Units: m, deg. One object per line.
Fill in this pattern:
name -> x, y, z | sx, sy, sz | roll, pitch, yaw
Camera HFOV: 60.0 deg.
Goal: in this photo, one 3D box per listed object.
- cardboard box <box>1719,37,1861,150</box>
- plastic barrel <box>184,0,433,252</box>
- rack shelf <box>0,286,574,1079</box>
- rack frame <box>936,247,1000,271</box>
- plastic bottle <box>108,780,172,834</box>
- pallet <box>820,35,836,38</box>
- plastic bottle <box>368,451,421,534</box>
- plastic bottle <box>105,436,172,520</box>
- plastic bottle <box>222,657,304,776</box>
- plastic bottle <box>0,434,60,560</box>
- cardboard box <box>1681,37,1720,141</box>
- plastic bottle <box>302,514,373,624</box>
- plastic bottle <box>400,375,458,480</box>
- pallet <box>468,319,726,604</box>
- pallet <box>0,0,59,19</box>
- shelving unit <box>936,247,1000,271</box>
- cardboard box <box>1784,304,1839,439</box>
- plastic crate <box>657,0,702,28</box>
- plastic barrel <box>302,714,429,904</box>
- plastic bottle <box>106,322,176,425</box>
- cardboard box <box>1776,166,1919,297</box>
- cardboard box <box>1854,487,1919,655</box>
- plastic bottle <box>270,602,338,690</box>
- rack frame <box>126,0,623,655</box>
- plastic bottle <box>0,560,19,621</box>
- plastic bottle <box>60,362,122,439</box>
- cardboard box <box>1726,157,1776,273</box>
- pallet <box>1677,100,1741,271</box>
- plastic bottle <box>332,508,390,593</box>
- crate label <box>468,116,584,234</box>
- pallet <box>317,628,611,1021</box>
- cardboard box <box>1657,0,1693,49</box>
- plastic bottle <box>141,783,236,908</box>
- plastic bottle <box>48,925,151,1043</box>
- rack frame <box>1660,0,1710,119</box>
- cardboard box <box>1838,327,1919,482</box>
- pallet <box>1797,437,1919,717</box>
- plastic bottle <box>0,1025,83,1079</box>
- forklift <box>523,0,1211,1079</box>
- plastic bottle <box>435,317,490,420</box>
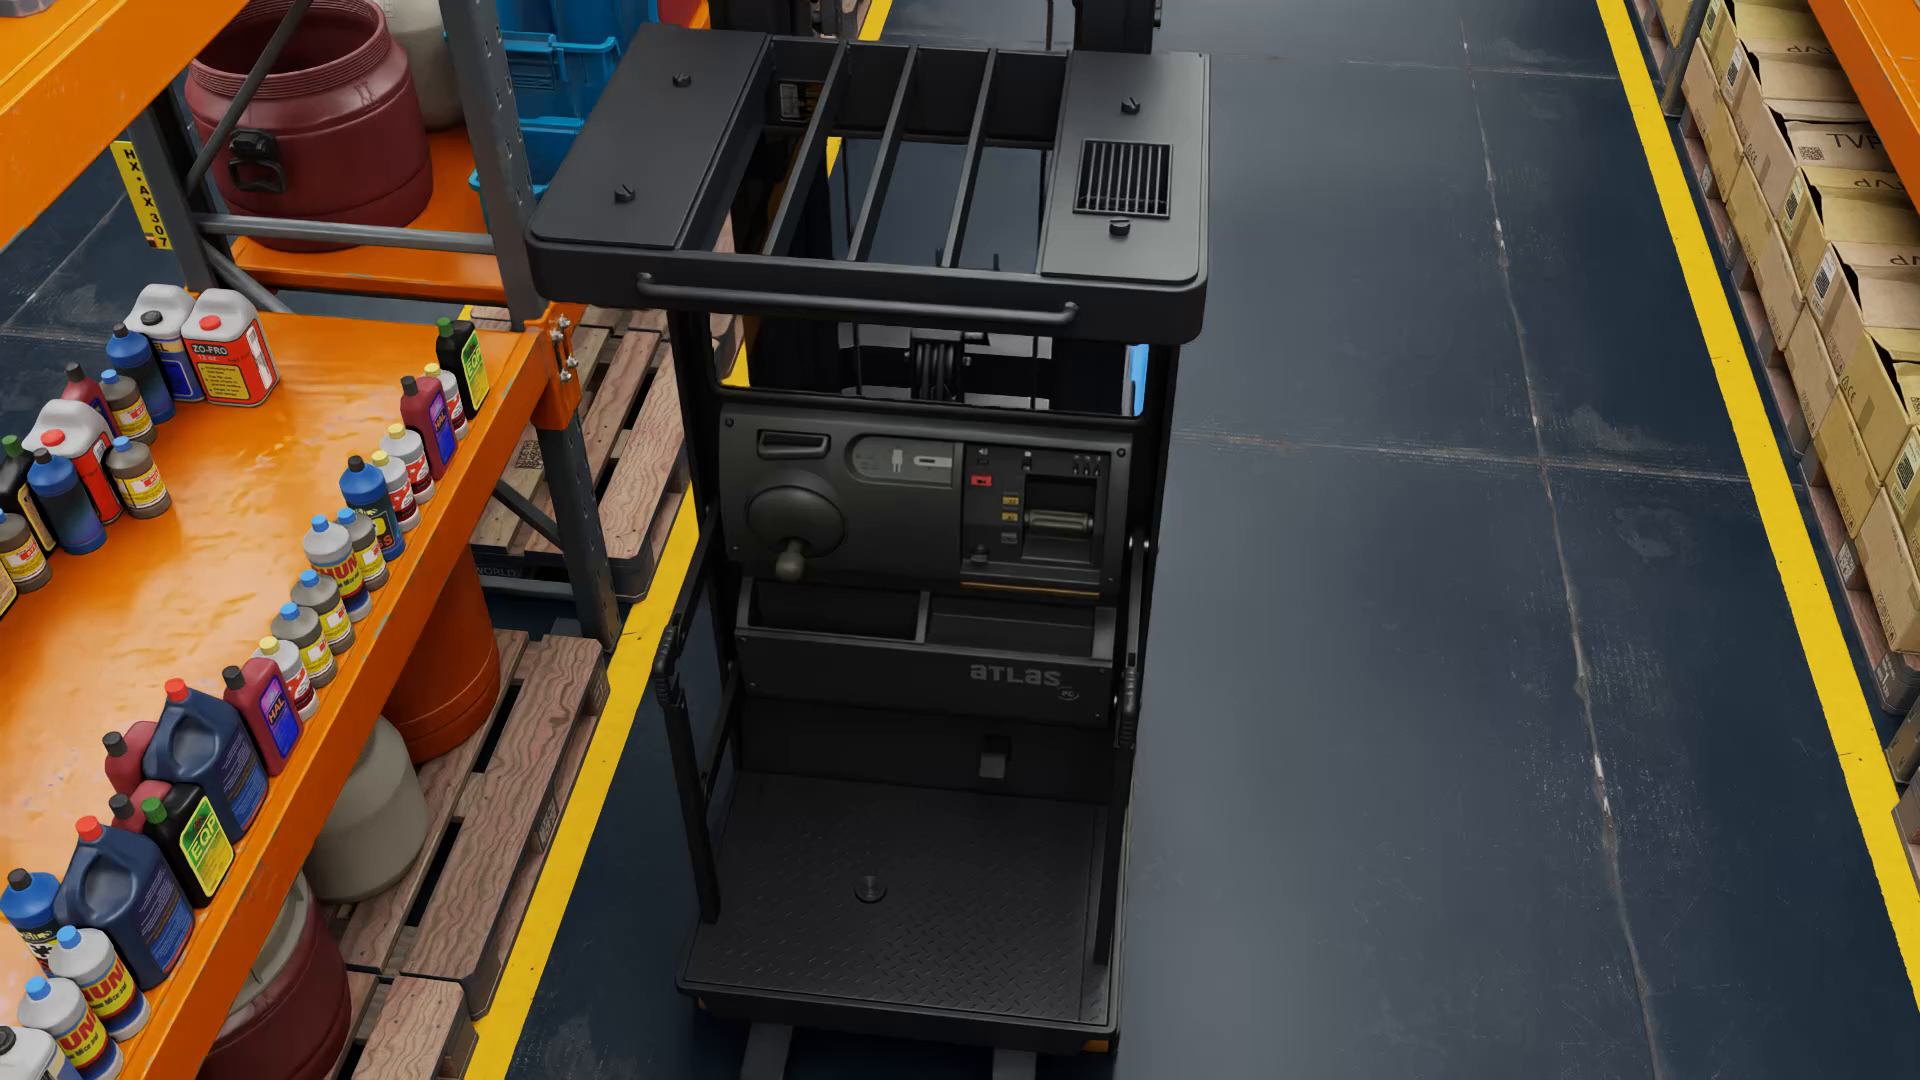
cardboard box -> 3.456, -1.837, 6.795 | 0.500, 0.311, 0.500 | 5, 44, 5
plastic barrel -> -1.848, -1.199, 4.736 | 0.600, 0.536, 0.708 | 5, 44, 6
rack shelf -> -1.873, 0.818, 3.227 | 1.077, 0.370, 4.000 | 5, 44, 6
rack frame -> 0.024, -0.523, 5.539 | 0.200, 1.050, 0.008 | 5, 44, 5
plastic bottle -> -1.493, 0.541, 3.082 | 0.061, 0.283, 0.133 | 5, 44, 6
pallet -> -1.145, -1.981, 7.688 | 1.003, 0.211, 1.213 | 5, 44, 6
plastic bottle -> -1.316, -0.119, 3.838 | 0.097, 0.201, 0.097 | 0, 43, 0
plastic bottle -> -1.921, -0.154, 3.876 | 0.097, 0.201, 0.097 | 0, 43, 0
plastic bottle -> -1.391, 0.330, 3.305 | 0.061, 0.283, 0.133 | 5, 44, 6
plastic bottle -> -2.111, -0.096, 3.754 | 0.061, 0.283, 0.133 | 5, 44, 6
cardboard box -> 3.530, -1.981, 7.355 | 0.500, 0.250, 0.500 | 4, 44, 5
plastic bottle -> -1.355, 0.055, 3.604 | 0.097, 0.271, 0.097 | 0, 43, 0
plastic bottle -> -1.270, -0.292, 3.961 | 0.061, 0.283, 0.133 | 5, 44, 6
pallet -> -1.468, -0.318, 5.932 | 1.003, 0.211, 1.213 | 5, 44, 6
pallet -> -1.807, -1.314, 2.912 | 1.003, 0.211, 1.213 | 5, 44, 6
shelving unit -> 0.009, -0.440, 5.451 | 0.215, 1.050, 0.252 | 5, 44, 5
cardboard box -> 3.262, -0.582, 5.878 | 0.500, 0.250, 0.500 | 6, 44, 6
plastic crate -> -1.092, -1.903, 5.531 | 0.402, 0.464, 0.583 | 5, 44, 6
plastic barrel -> -1.643, 0.673, 4.362 | 0.421, 0.512, 0.421 | 0, 43, 0
plastic bottle -> -2.029, -0.417, 4.103 | 0.097, 0.271, 0.097 | 0, 43, 0
cardboard box -> 3.326, -1.130, 6.048 | 0.500, 0.311, 0.500 | 6, 44, 7
cardboard box -> 3.128, 0.112, 5.144 | 0.500, 0.250, 0.500 | 6, 44, 7
plastic bottle -> -1.380, 0.213, 3.488 | 0.097, 0.201, 0.097 | 0, 43, 0
rack frame -> -1.609, -0.806, 4.420 | 1.000, 3.000, 0.127 | 5, 44, 6
plastic bottle -> -2.141, 0.062, 3.588 | 0.061, 0.283, 0.133 | 5, 44, 6
plastic bottle -> -2.075, -0.278, 3.947 | 0.061, 0.283, 0.133 | 5, 44, 6
cardboard box -> 3.396, -1.279, 6.614 | 0.500, 0.250, 0.500 | 4, 44, 4
pallet -> 3.771, -1.561, 7.245 | 1.003, 0.211, 1.213 | 5, 44, 6
plastic bottle -> -1.342, 0.014, 3.698 | 0.097, 0.201, 0.097 | 0, 43, 0
crate label -> -1.182, -0.998, 4.744 | 0.303, 0.233, 0.416 | 5, 44, 6
pallet -> -1.672, 0.748, 4.807 | 1.003, 0.211, 1.213 | 5, 44, 6
cardboard box -> 3.674, -2.569, 7.976 | 0.500, 0.250, 0.500 | 5, 44, 6
plastic bottle -> -1.433, 0.547, 3.076 | 0.061, 0.283, 0.133 | 5, 44, 6
plastic bottle -> -1.490, 0.754, 2.866 | 0.097, 0.271, 0.097 | 0, 43, 0
rack frame -> 3.829, -3.079, 6.820 | 1.000, 3.000, 0.127 | 5, 44, 6
cardboard box -> 3.188, -0.445, 5.325 | 0.500, 0.311, 0.500 | 5, 44, 5
pallet -> 3.448, 0.102, 5.489 | 1.003, 0.211, 1.213 | 5, 44, 6
plastic bottle -> -1.546, 0.895, 2.713 | 0.152, 0.276, 0.135 | 5, 44, 6
forklift -> -0.108, 0.009, 3.609 | 1.130, 2.935, 3.031 | 5, 44, 5
plastic bottle -> -1.239, -0.449, 4.128 | 0.061, 0.283, 0.133 | 5, 44, 6
